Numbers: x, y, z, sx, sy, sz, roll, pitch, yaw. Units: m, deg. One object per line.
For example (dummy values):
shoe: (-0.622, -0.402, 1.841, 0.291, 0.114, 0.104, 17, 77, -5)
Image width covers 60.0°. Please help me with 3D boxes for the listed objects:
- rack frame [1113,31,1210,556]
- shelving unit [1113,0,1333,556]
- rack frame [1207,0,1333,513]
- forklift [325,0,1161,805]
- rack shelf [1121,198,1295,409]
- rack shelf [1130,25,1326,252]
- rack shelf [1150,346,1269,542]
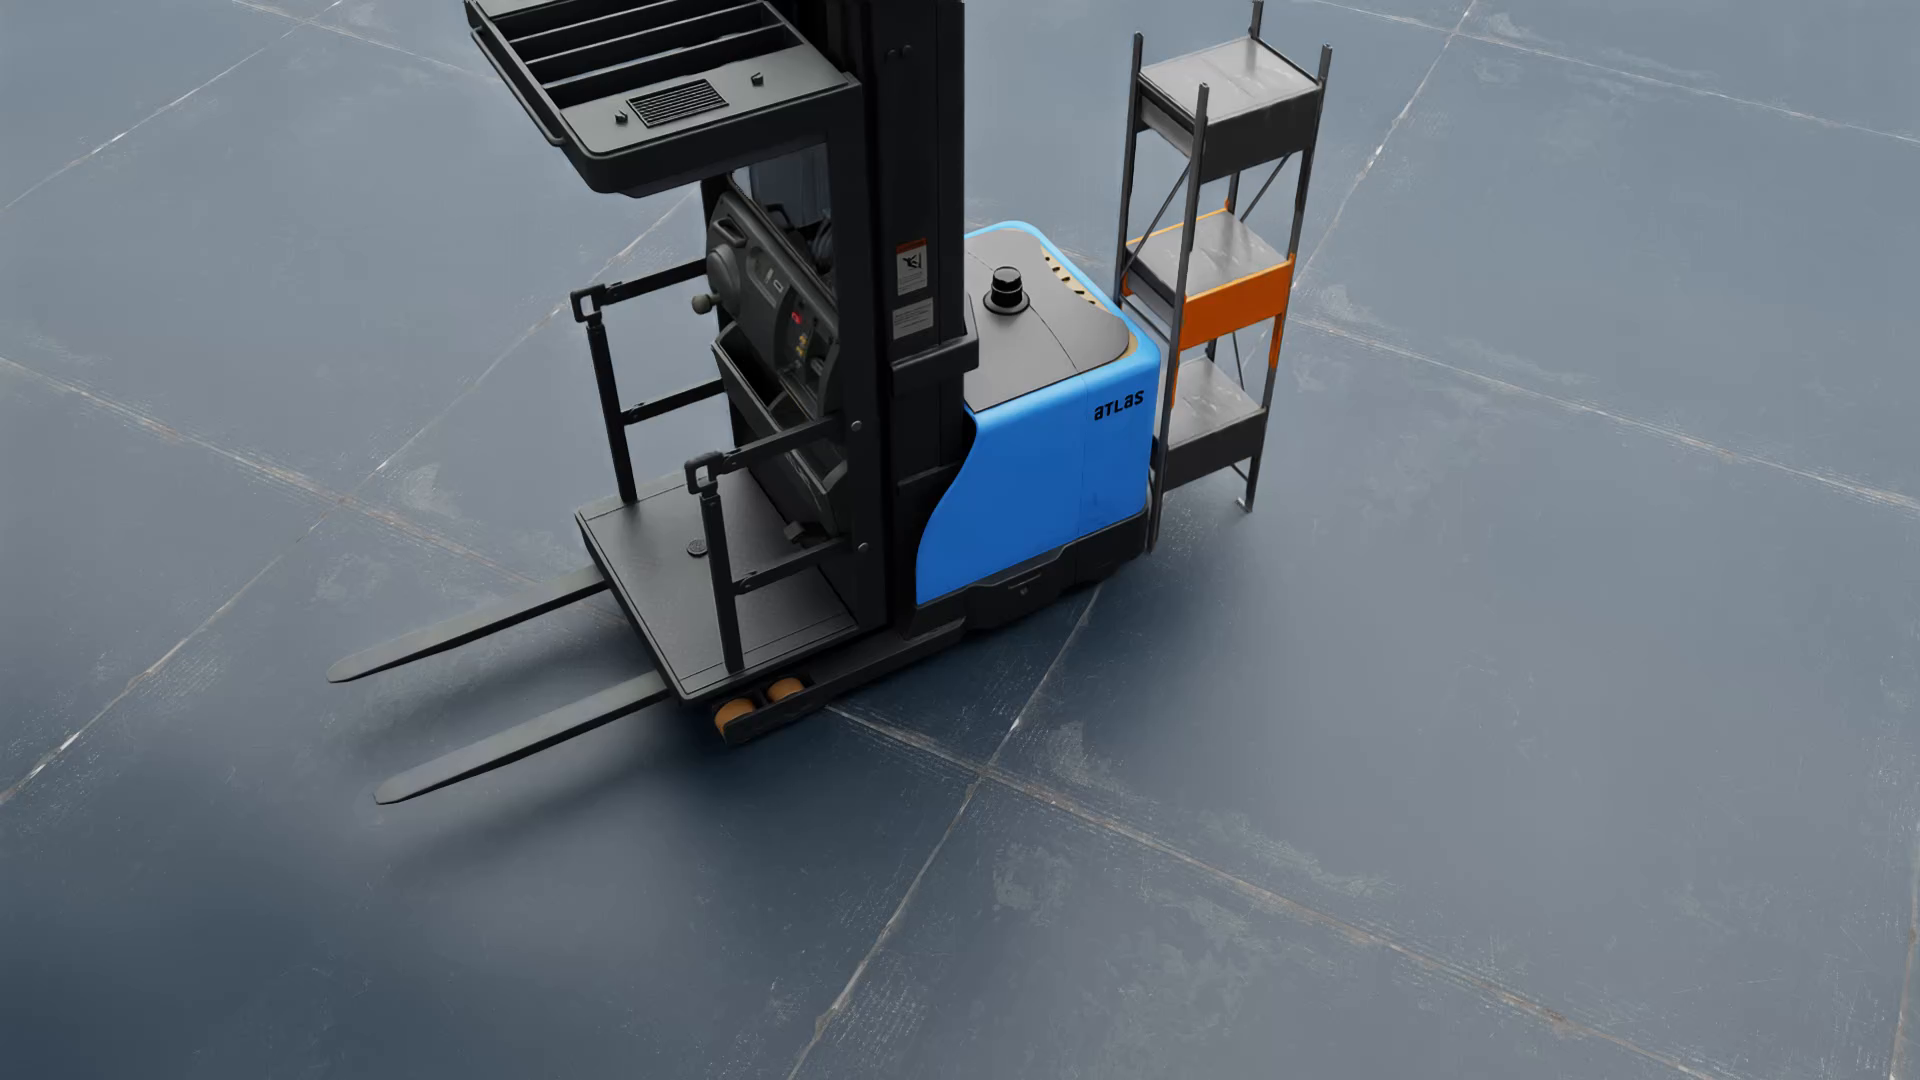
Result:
rack frame: (0.676, -0.801, 6.065, 0.015, 2.100, 0.400, -22, 49, -20)
shelving unit: (0.887, -0.887, 6.151, 0.503, 2.100, 0.431, -22, 49, -20)
rack frame: (1.099, -0.973, 6.236, 0.015, 2.100, 0.400, -22, 49, -20)
forklift: (-0.800, -0.728, 5.409, 3.031, 2.935, 1.130, -22, 49, -20)
rack shelf: (0.887, -0.878, 6.160, 0.480, 0.518, 0.431, -22, 49, -20)
rack shelf: (0.887, -1.370, 5.662, 0.480, 0.518, 0.431, -22, 49, -20)
rack shelf: (0.887, -0.386, 6.658, 0.480, 0.518, 0.431, -22, 49, -20)
